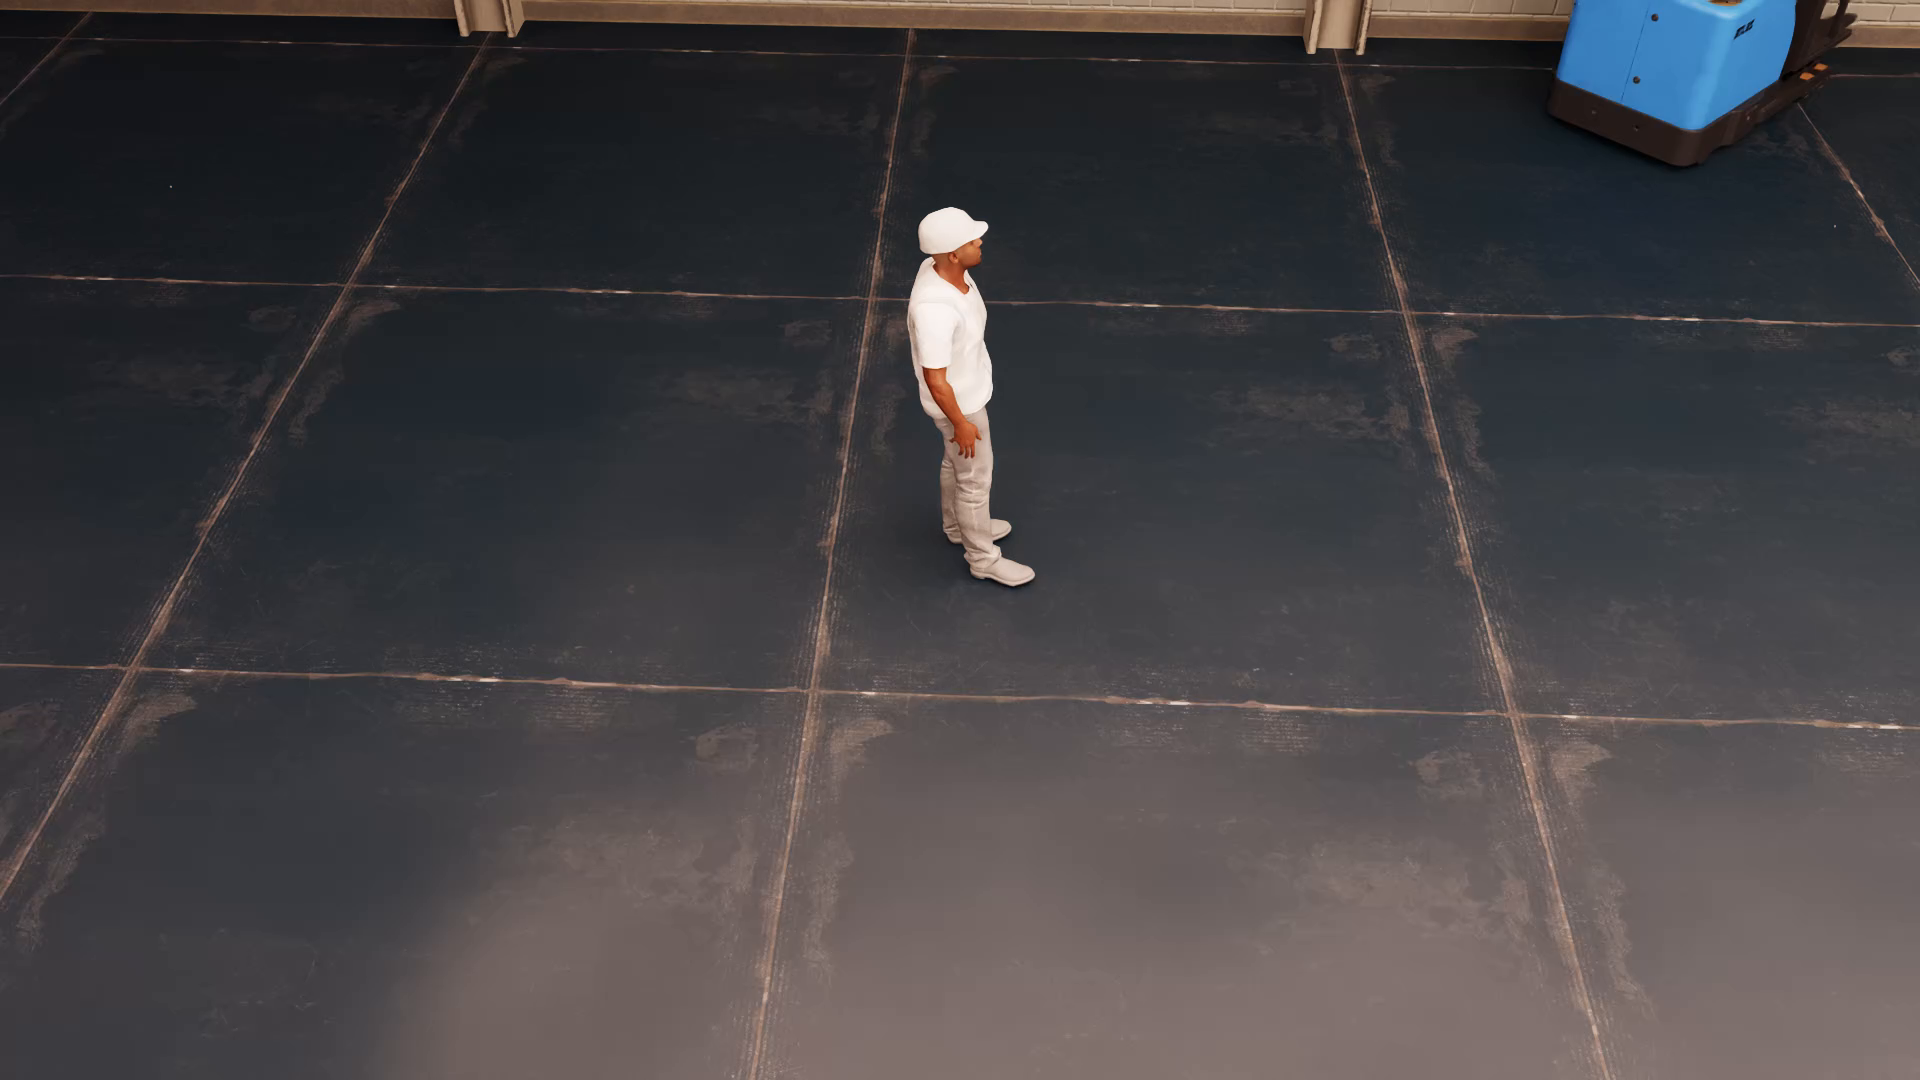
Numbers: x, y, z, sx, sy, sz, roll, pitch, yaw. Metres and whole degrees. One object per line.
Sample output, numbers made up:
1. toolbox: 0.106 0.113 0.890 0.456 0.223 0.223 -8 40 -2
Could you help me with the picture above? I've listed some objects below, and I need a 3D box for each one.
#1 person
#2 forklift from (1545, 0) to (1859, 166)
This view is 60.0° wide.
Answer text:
1. person: 0.069 -0.651 7.309 0.577 1.765 0.665 2 42 2
2. forklift: 5.257 -4.279 10.429 3.031 2.935 1.130 -32 51 -30
